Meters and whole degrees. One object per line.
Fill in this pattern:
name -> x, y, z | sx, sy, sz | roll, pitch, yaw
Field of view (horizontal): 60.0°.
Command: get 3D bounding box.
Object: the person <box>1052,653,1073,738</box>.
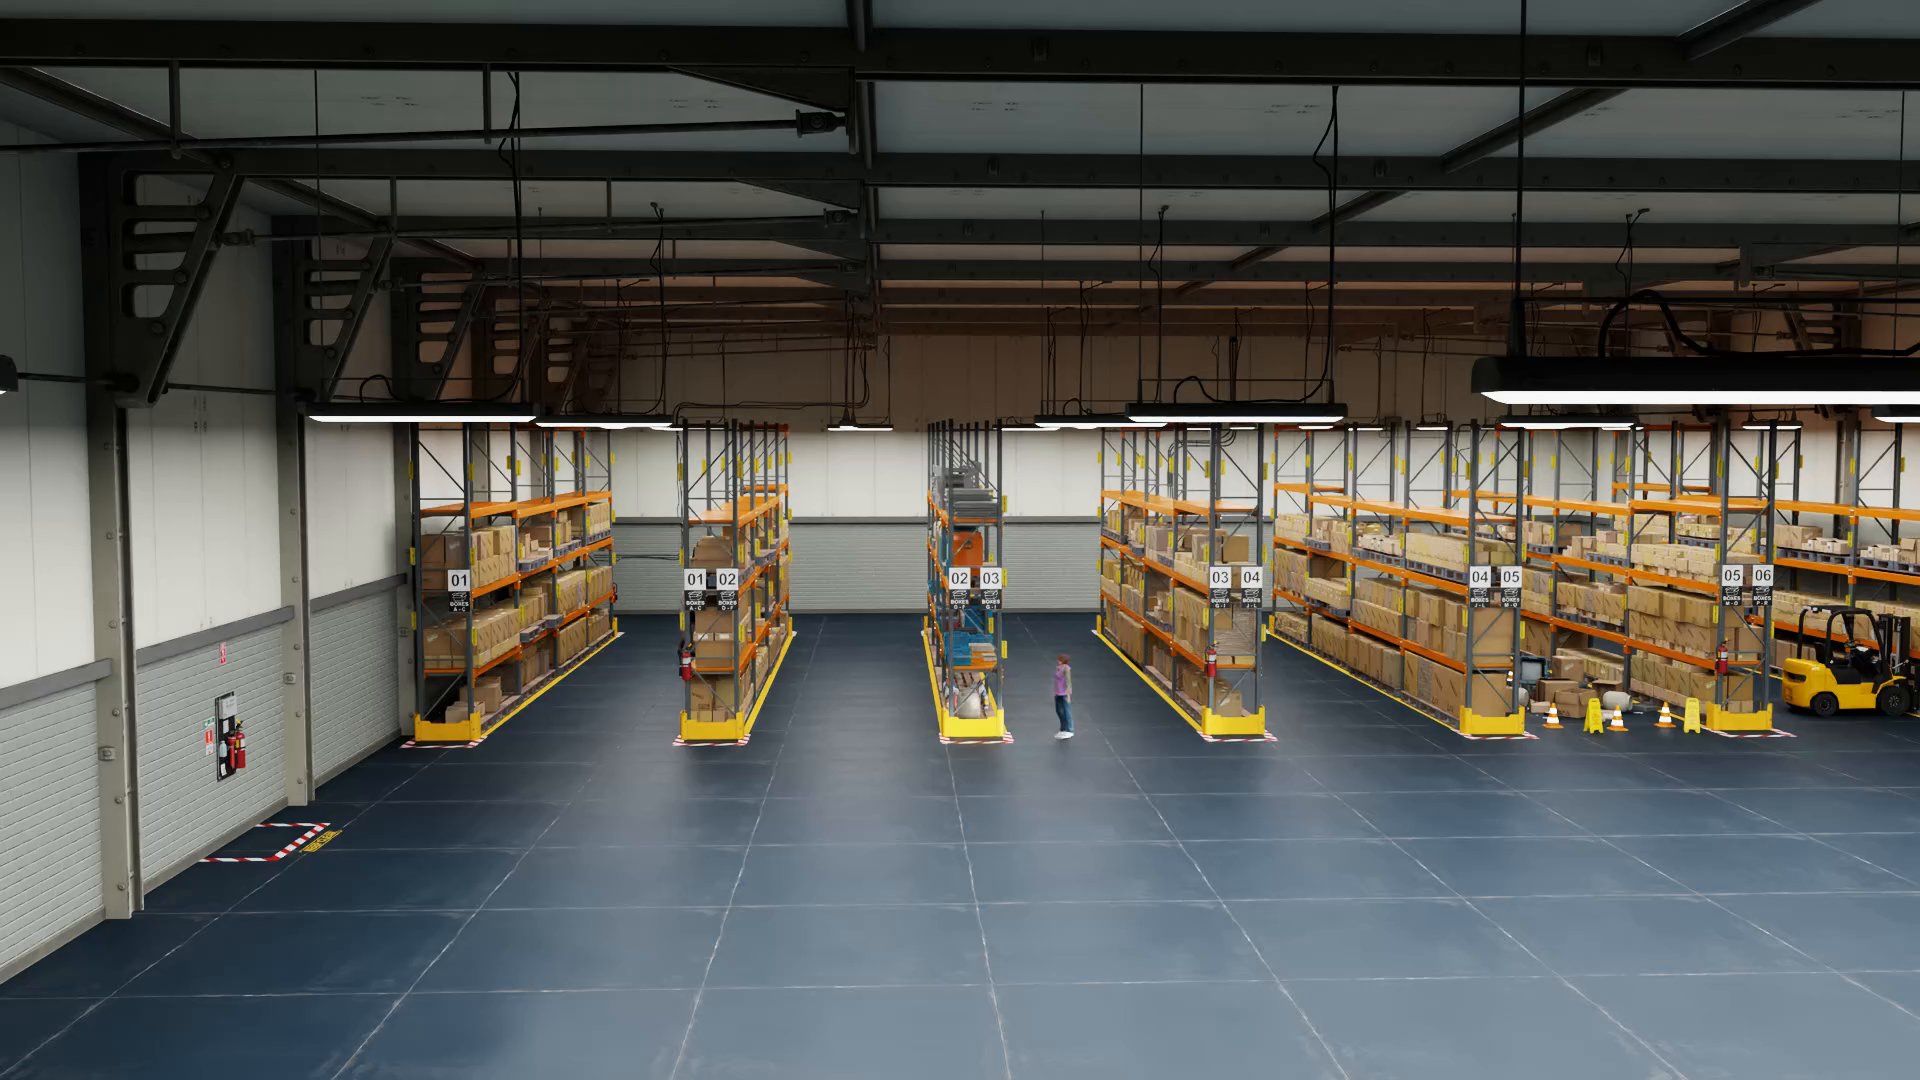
person -> 1.933, 2.925, 31.271 | 0.354, 1.628, 0.533 | -2, 4, -31

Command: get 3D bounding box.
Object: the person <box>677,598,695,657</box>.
person -> -6.967, 2.138, 42.773 | 0.483, 1.728, 0.700 | 3, 4, 35
